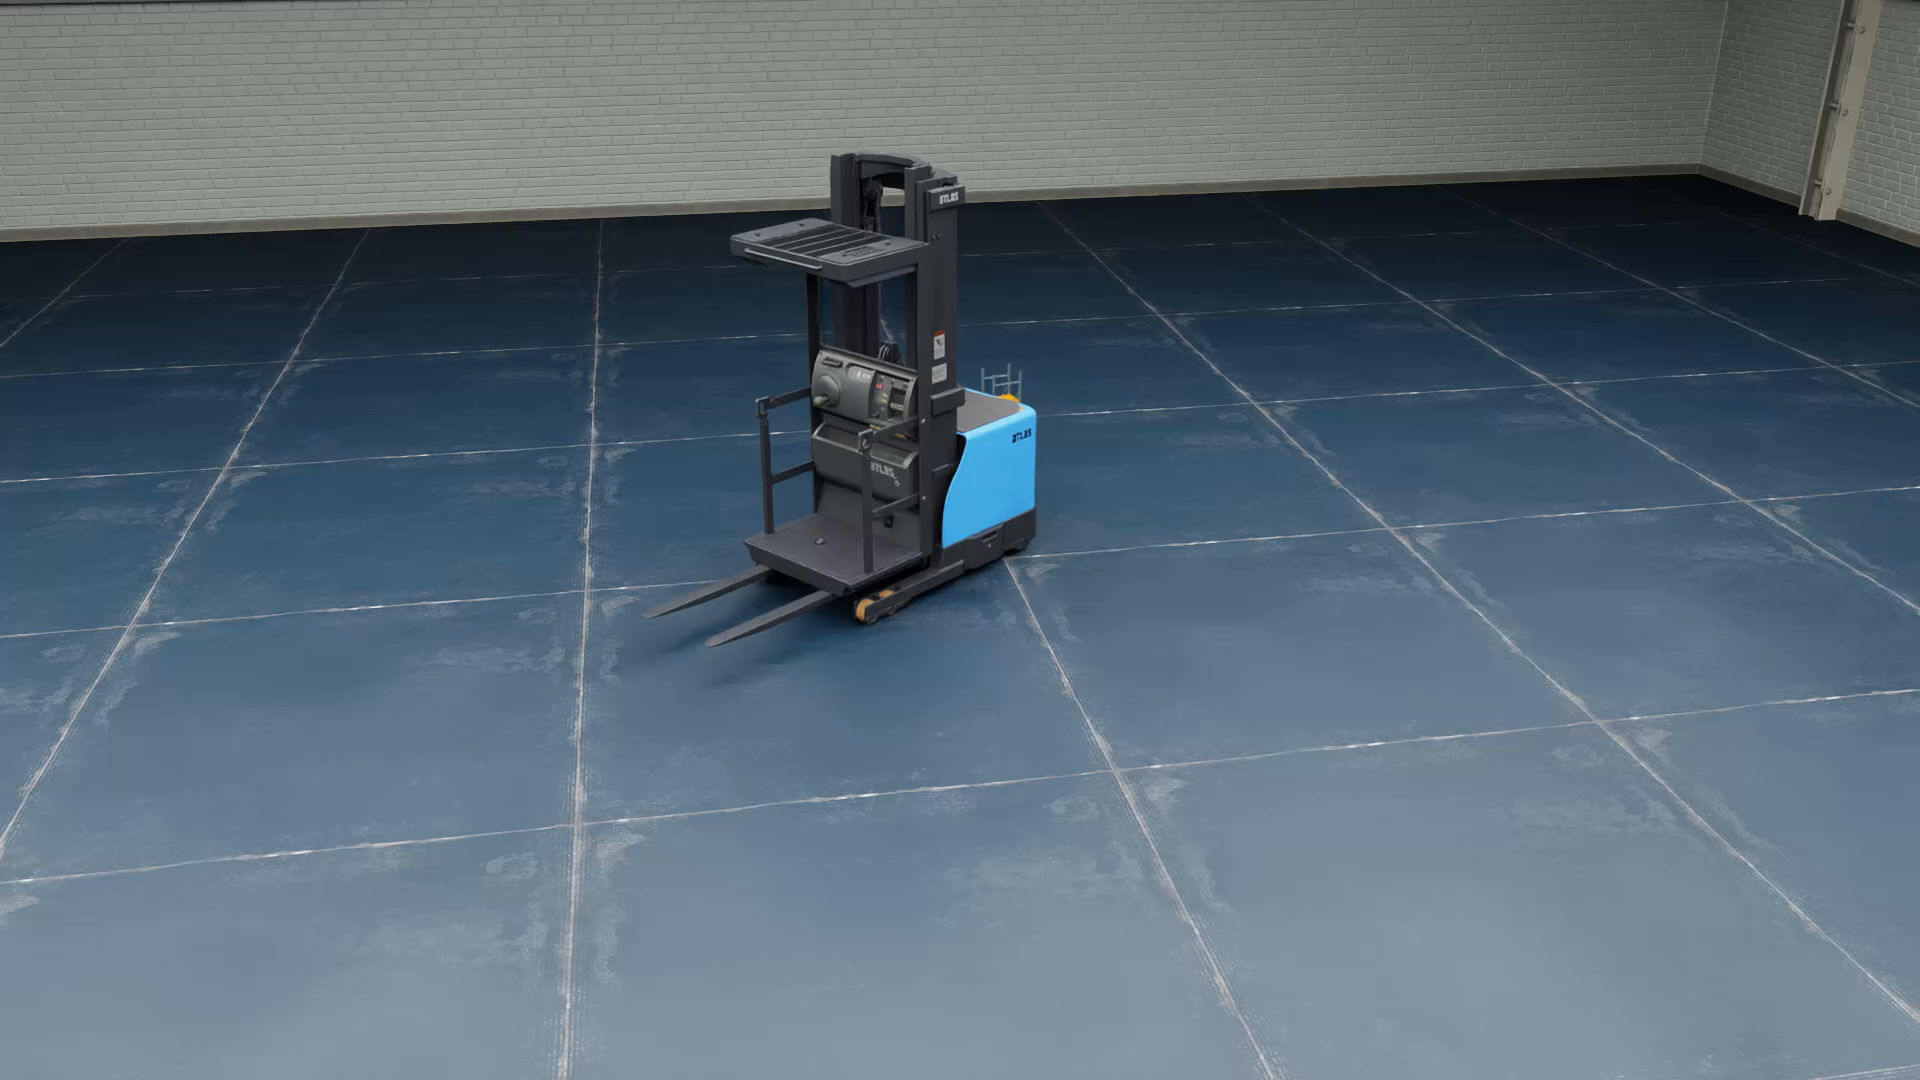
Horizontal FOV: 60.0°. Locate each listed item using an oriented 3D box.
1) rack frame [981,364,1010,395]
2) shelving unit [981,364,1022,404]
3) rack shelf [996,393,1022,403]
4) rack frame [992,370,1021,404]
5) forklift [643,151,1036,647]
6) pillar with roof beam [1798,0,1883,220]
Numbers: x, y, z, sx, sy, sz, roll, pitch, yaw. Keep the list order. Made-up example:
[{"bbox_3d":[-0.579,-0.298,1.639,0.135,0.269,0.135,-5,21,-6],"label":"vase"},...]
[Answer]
[{"bbox_3d":[0.269,-0.758,12.729,0.240,1.200,0.006,-11,26,-23],"label":"rack frame"},{"bbox_3d":[0.309,-0.725,12.653,0.258,1.200,0.189,-11,26,-23],"label":"shelving unit"},{"bbox_3d":[0.309,-1.014,12.527,0.258,0.103,0.180,-11,26,-23],"label":"rack shelf"},{"bbox_3d":[0.348,-0.692,12.578,0.240,1.200,0.006,-11,26,-23],"label":"rack frame"},{"bbox_3d":[-0.798,-1.008,11.140,1.130,2.935,3.031,20,31,38],"label":"forklift"},{"bbox_3d":[7.383,-8.186,19.992,9.100,9.000,0.400,-4,24,-10],"label":"pillar with roof beam"}]
